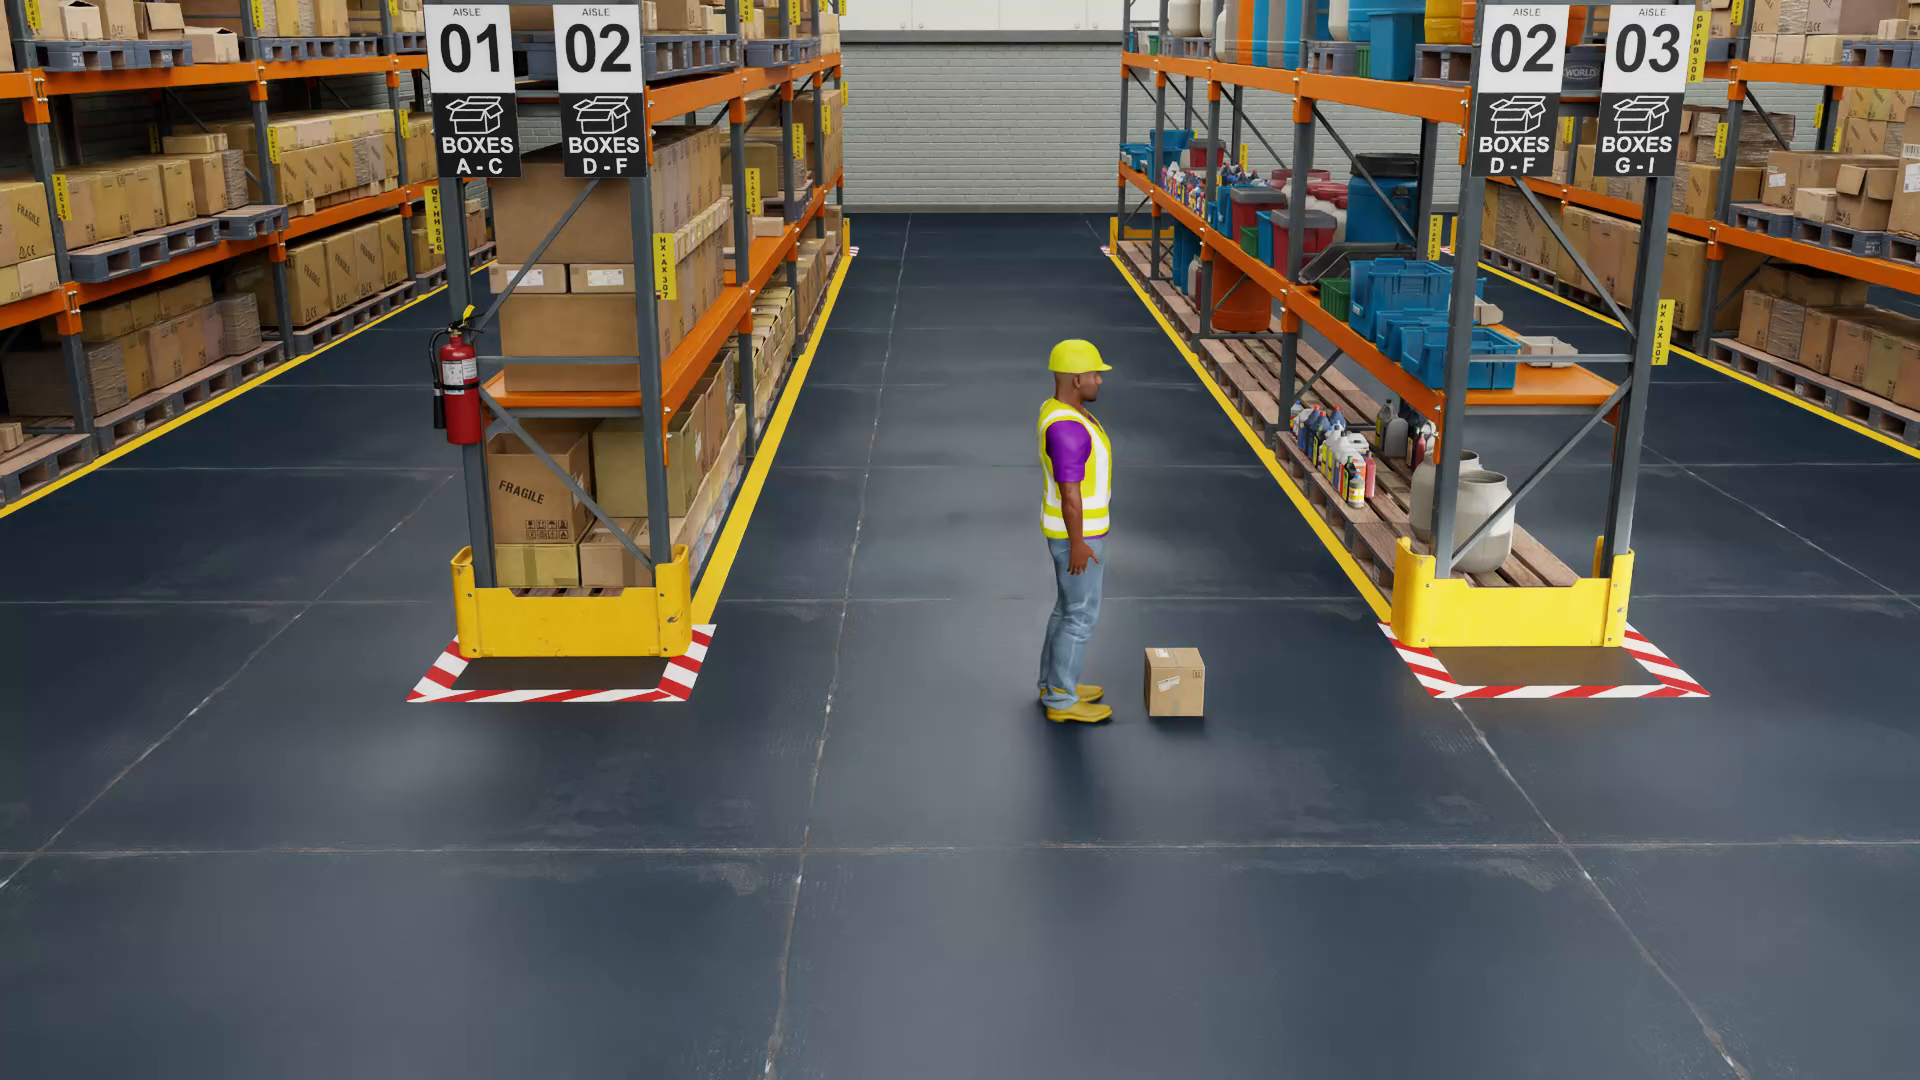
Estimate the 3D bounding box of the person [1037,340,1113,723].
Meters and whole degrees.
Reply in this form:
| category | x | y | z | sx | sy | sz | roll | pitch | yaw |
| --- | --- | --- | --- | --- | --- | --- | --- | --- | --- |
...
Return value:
| category | x | y | z | sx | sy | sz | roll | pitch | yaw |
| --- | --- | --- | --- | --- | --- | --- | --- | --- | --- |
| person | 0.530 | -0.047 | 7.672 | 0.365 | 1.760 | 0.563 | 0 | 17 | 0 |
